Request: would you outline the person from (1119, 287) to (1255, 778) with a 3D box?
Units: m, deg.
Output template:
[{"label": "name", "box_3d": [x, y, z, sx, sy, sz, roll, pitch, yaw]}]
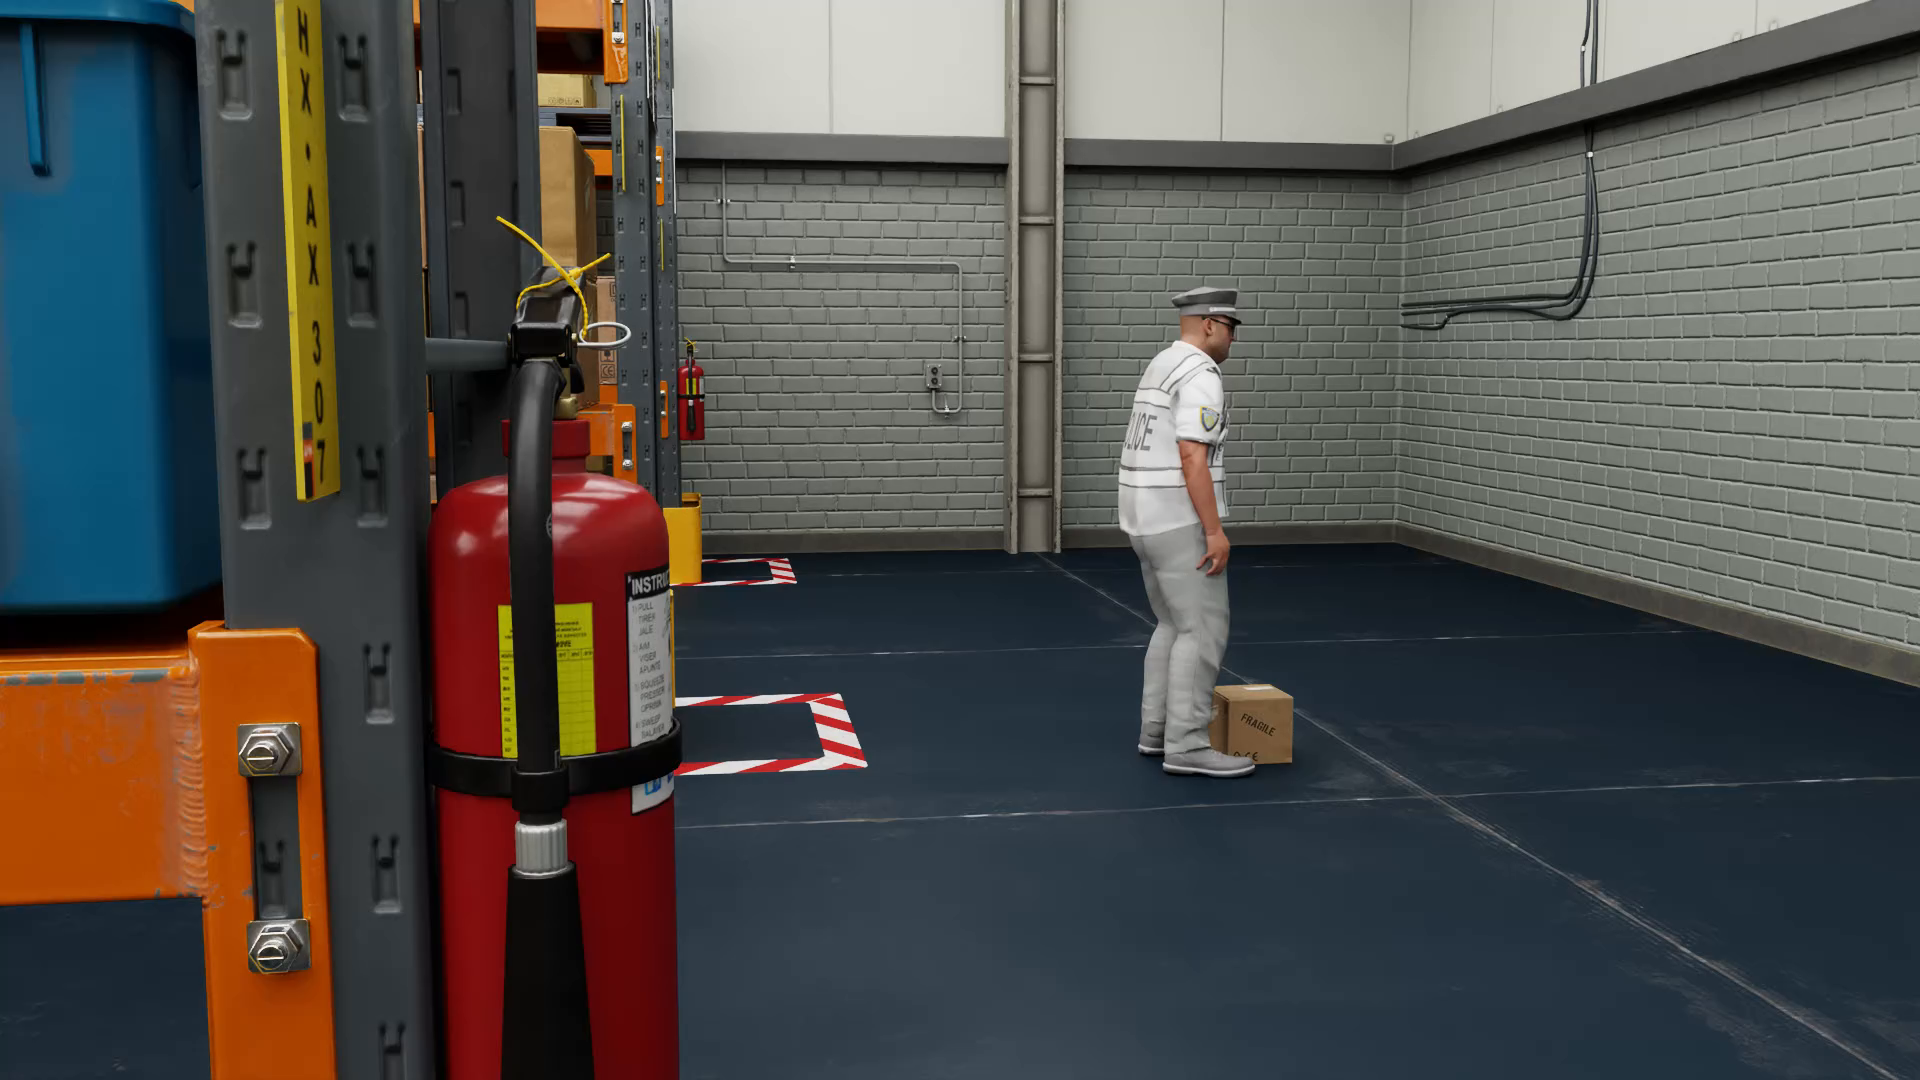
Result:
[{"label": "person", "box_3d": [0.813, -0.048, 6.099, 0.433, 1.748, 0.587, -1, 7, -9]}]
